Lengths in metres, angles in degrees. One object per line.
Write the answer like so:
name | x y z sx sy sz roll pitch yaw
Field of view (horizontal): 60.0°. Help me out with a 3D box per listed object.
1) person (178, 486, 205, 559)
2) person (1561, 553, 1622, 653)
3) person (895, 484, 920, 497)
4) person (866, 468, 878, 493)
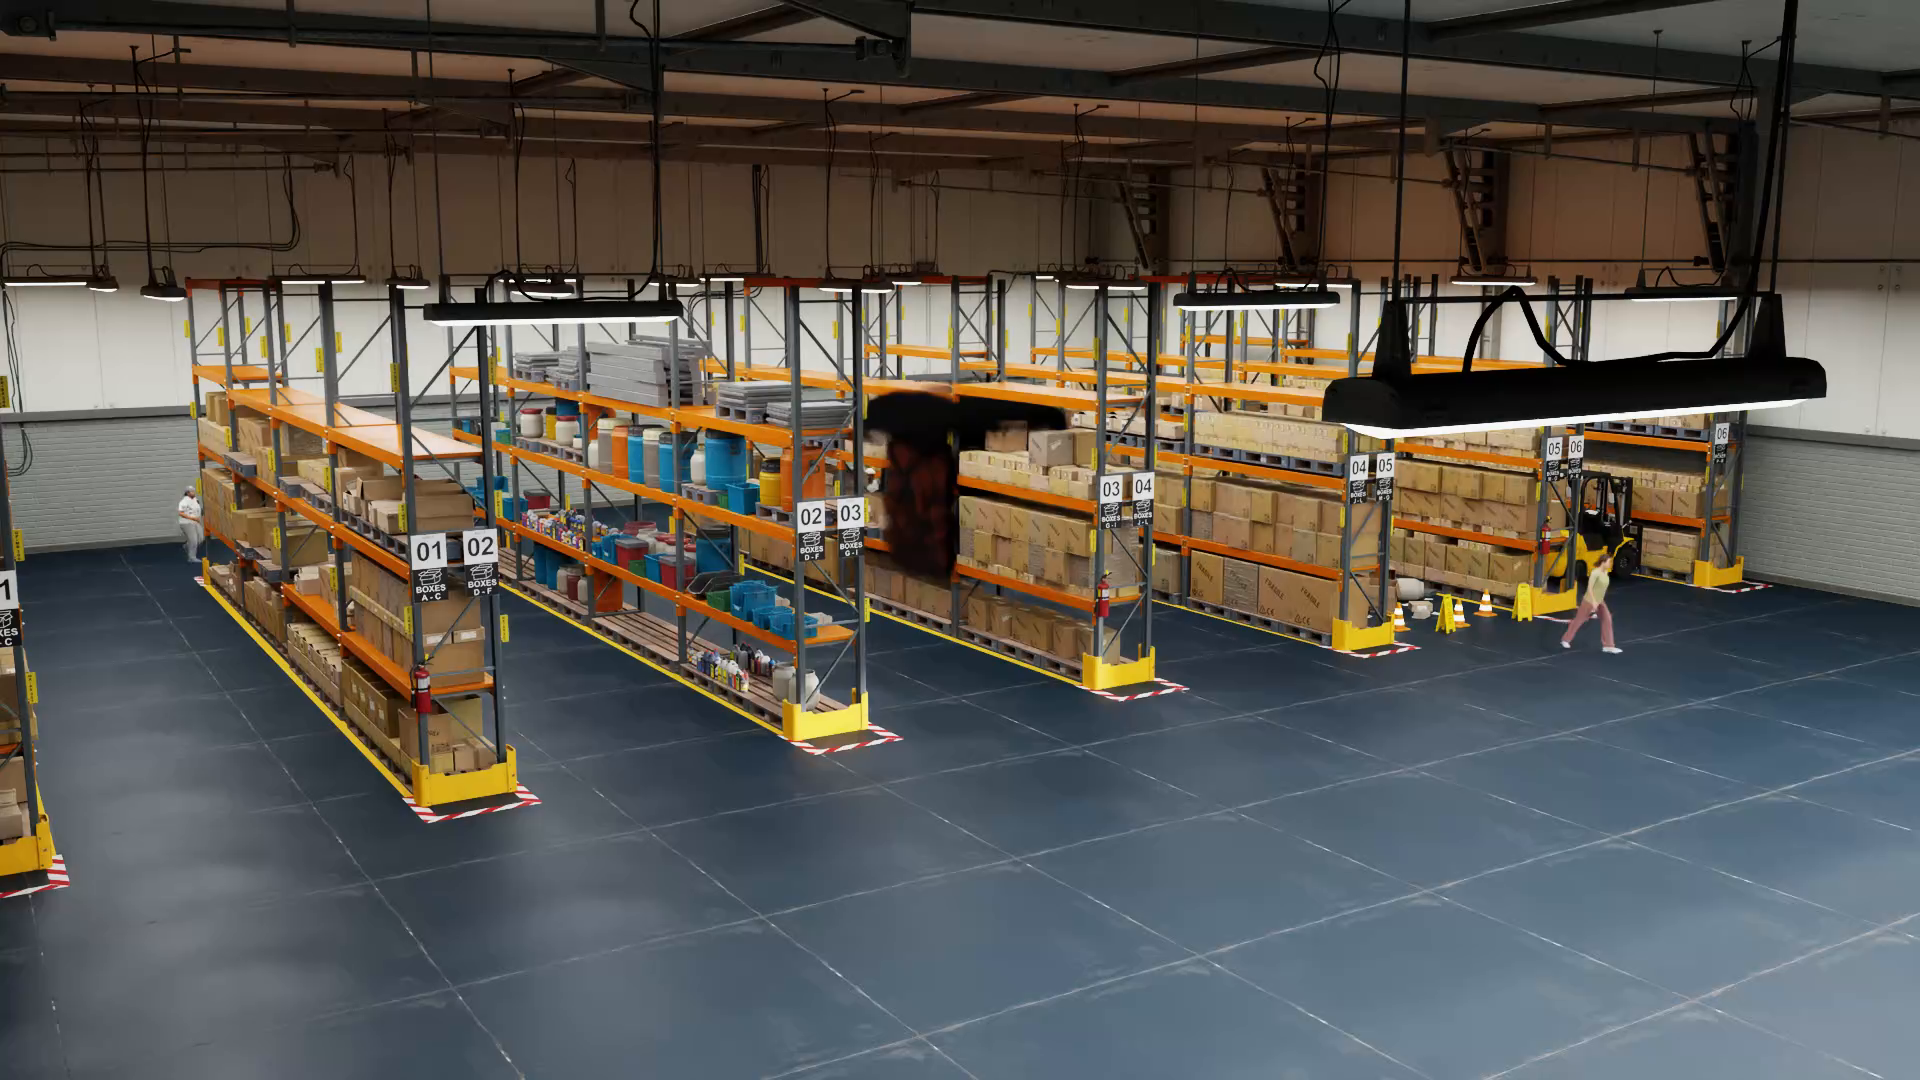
person | -16.246 -0.369 35.143 0.528 1.566 0.604 1 10 6
person | 10.345 1.009 27.138 0.615 1.618 0.920 -8 12 -40
person | -1.373 -1.544 42.008 0.763 1.743 0.674 -2 10 -14
person | -2.127 -0.807 37.787 0.714 1.681 0.682 8 13 41
